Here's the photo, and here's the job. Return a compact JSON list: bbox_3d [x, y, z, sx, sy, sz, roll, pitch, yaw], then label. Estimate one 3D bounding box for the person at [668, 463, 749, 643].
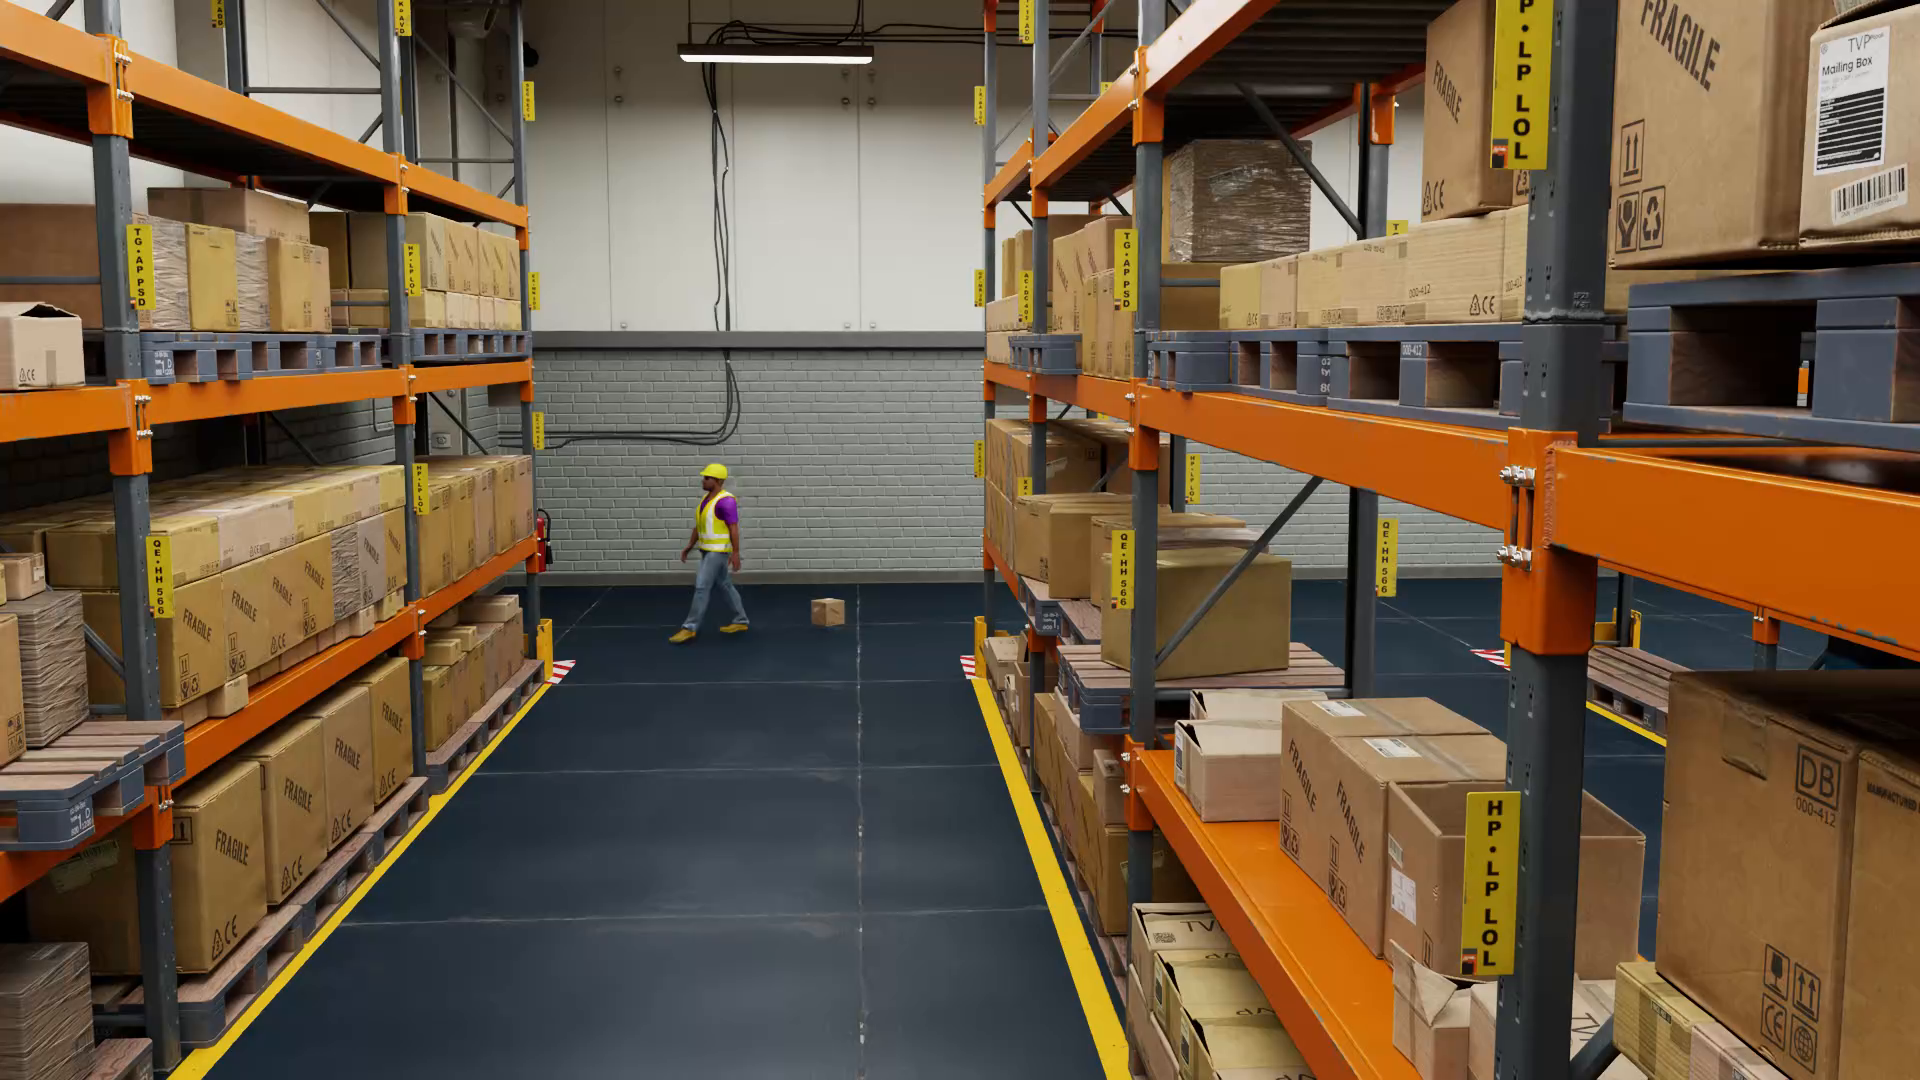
[{"bbox_3d":[-2.547,0.104,16.634,0.918,1.737,0.626,-4,8,-28],"label":"person"}]
